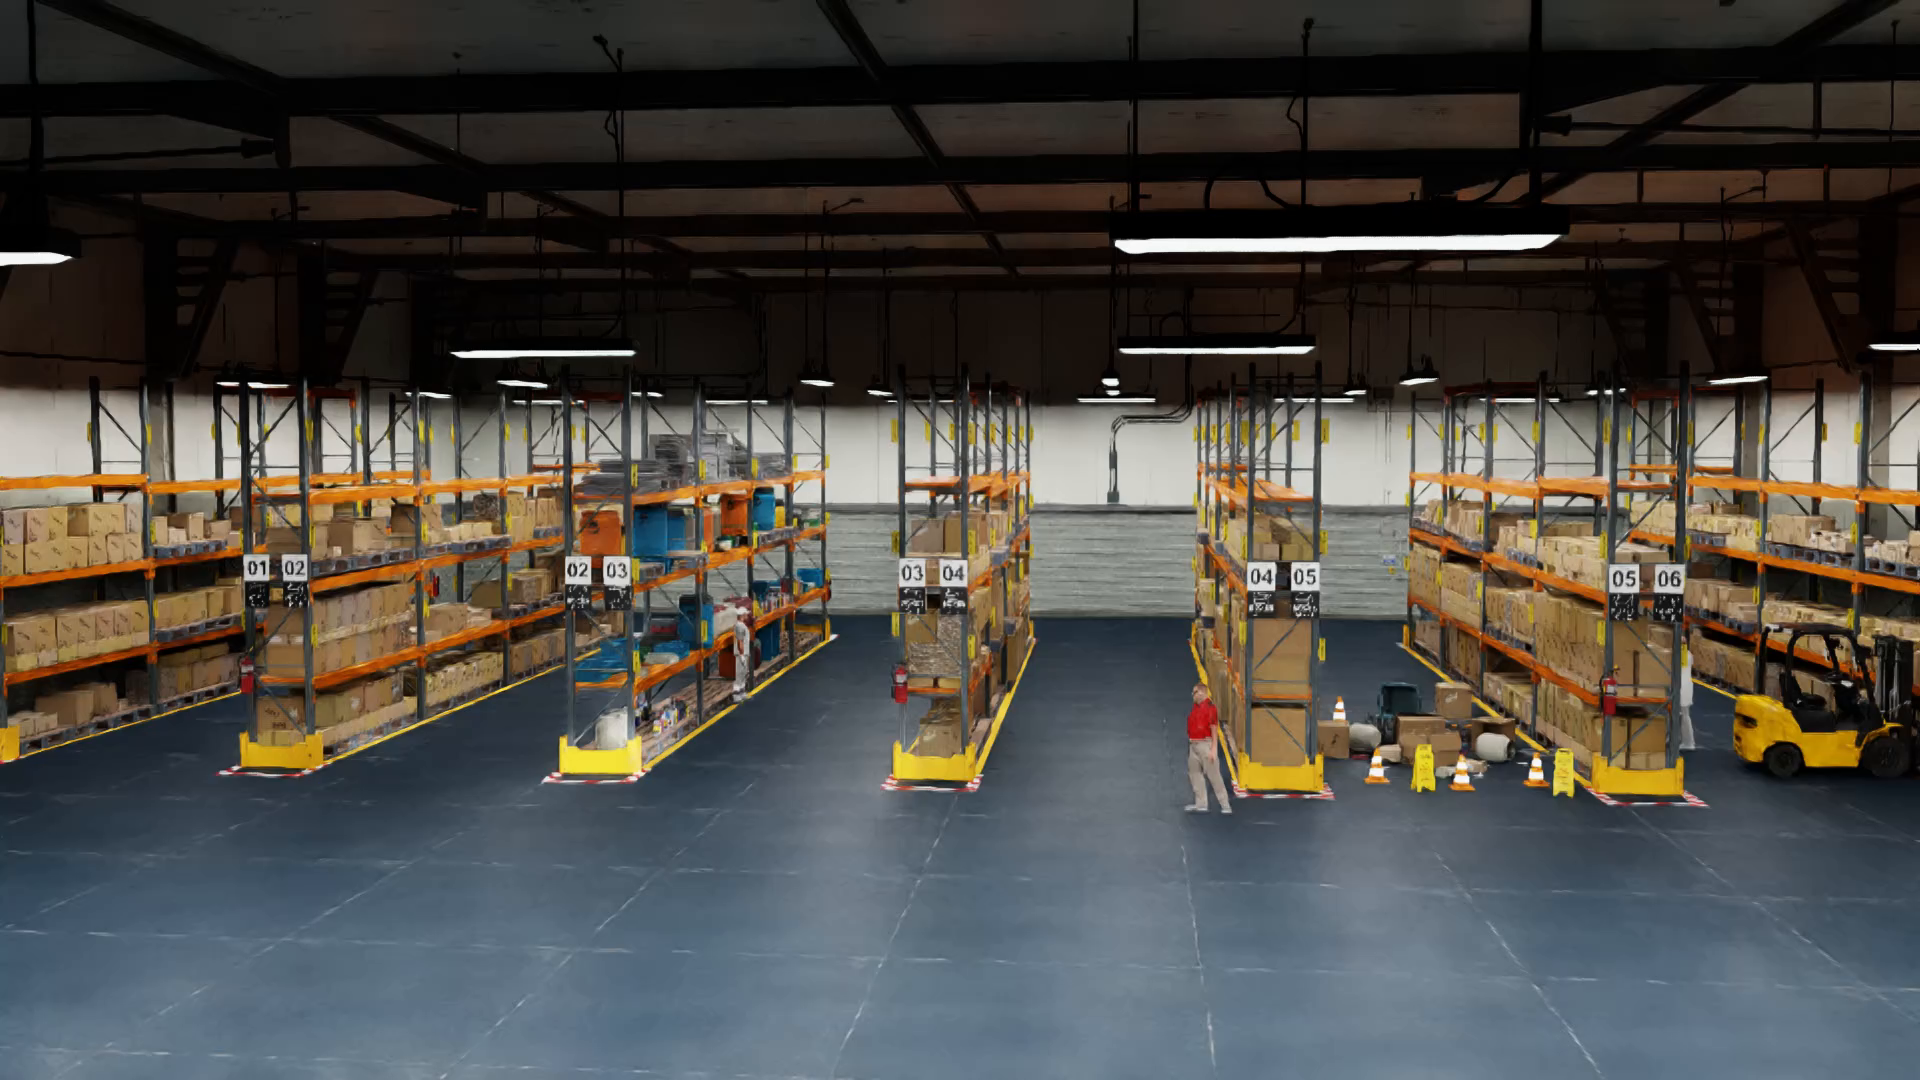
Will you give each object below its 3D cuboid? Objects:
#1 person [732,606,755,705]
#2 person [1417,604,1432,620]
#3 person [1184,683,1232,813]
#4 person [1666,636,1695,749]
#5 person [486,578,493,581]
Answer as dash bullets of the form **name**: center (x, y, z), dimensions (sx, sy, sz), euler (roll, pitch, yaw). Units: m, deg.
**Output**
- **person**: center (-4.001, 2.115, 30.682), dimensions (0.380, 1.796, 0.678), euler (0, 4, -4)
- **person**: center (11.261, 1.540, 40.098), dimensions (0.384, 1.759, 0.652), euler (-2, 4, -25)
- **person**: center (3.283, 2.740, 21.993), dimensions (0.559, 1.716, 0.649), euler (-1, 4, -22)
- **person**: center (11.413, 2.398, 26.457), dimensions (0.636, 1.775, 0.677), euler (3, 5, 38)
- **person**: center (-10.741, 1.703, 38.138), dimensions (0.542, 1.672, 1.126), euler (1, 4, 8)
